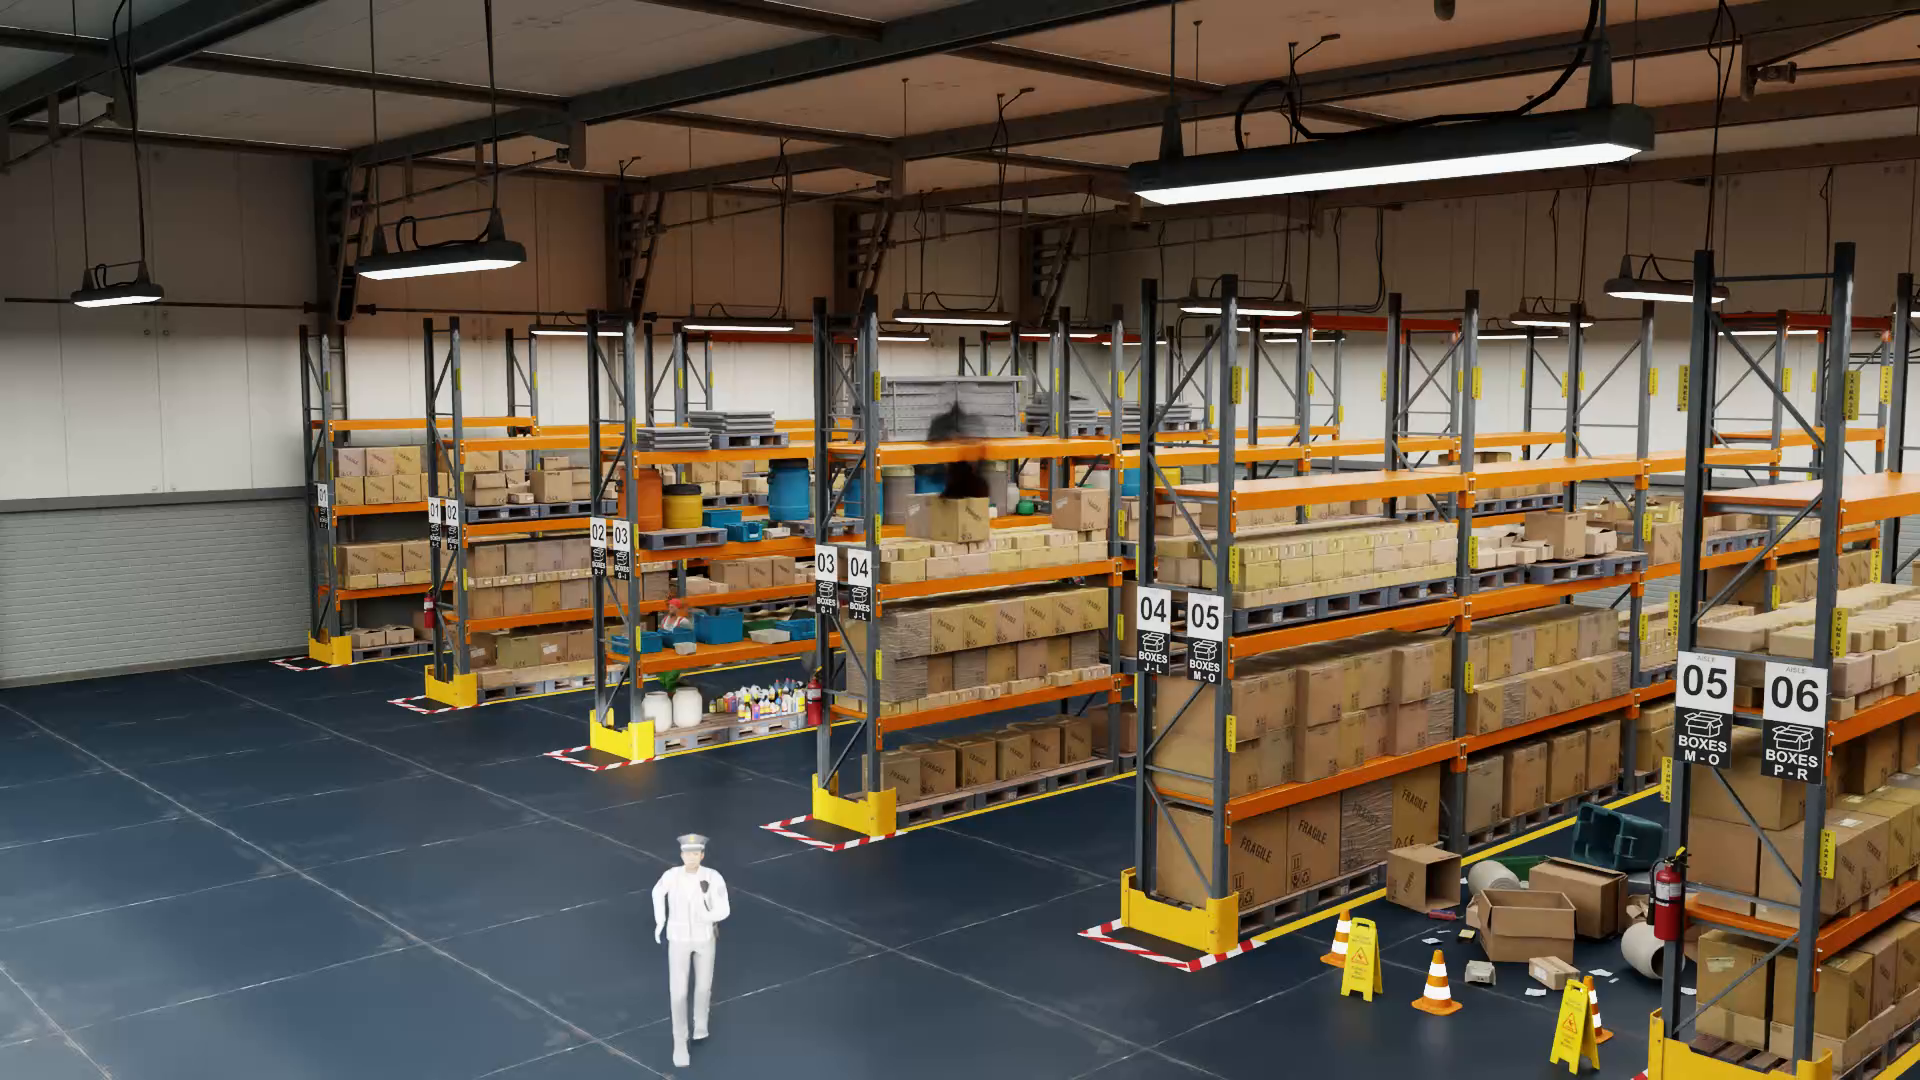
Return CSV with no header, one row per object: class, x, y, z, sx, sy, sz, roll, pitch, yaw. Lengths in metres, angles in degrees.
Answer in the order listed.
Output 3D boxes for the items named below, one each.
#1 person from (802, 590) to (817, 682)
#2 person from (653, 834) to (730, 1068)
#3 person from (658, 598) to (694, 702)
person,-2.307,1.627,26.978,0.575,1.662,0.589,5,8,41
person,-2.026,3.063,12.558,0.576,1.749,0.719,-1,6,-10
person,-4.304,1.753,25.248,0.656,1.749,0.704,3,7,30
